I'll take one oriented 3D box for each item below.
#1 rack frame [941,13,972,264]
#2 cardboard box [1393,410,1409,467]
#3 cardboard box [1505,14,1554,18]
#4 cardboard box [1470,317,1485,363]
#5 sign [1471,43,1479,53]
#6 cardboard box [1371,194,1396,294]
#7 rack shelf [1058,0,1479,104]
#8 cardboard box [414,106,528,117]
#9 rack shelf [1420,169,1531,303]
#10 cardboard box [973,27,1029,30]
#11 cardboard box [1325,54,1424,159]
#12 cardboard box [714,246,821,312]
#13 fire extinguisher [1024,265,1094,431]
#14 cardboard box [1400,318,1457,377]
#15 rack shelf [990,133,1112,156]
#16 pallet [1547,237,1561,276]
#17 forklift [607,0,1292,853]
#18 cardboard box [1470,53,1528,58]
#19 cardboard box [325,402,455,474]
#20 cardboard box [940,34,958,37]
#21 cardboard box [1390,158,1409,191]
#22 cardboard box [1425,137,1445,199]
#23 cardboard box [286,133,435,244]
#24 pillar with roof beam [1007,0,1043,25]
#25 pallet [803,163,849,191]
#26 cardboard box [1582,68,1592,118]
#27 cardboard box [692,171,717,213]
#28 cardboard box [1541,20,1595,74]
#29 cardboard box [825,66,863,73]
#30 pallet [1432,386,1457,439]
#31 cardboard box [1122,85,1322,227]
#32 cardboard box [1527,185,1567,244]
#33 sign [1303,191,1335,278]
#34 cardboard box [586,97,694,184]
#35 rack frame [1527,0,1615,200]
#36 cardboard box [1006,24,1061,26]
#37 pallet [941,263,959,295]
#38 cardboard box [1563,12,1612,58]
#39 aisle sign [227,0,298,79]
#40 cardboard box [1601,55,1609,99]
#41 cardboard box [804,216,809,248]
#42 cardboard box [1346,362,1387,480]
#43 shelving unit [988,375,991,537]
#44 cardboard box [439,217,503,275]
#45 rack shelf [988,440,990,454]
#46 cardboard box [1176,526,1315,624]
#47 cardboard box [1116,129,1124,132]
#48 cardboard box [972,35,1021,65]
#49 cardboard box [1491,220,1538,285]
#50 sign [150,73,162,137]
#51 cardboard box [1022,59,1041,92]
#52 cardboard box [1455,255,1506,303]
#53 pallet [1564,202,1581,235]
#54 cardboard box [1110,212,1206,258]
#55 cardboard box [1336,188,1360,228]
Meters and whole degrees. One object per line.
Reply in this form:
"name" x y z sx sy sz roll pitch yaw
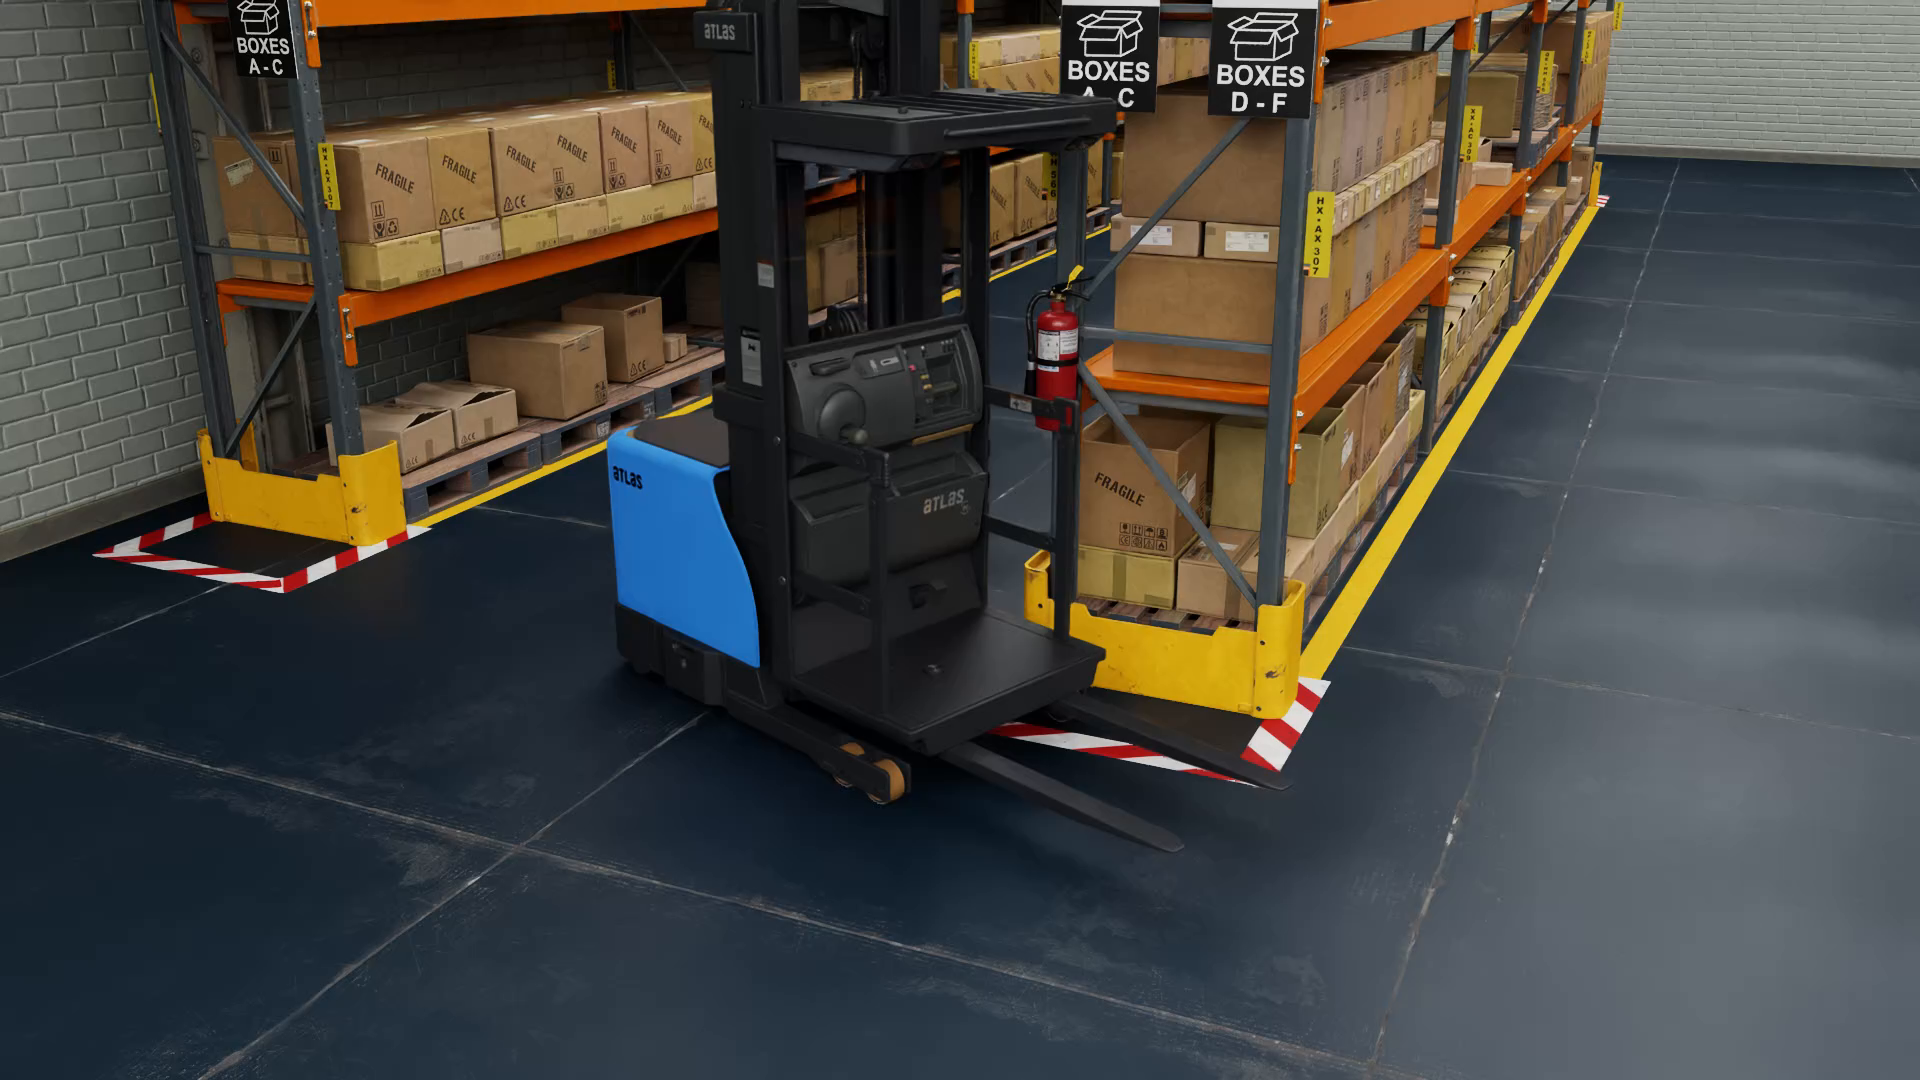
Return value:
"rack frame" -0.374 -3.927 15.535 1.000 3.000 0.127 9 21 23
"cardboard box" 2.305 -0.605 9.671 0.500 0.250 0.500 9 21 23
"cardboard box" 6.377 -5.645 18.723 0.500 0.500 0.500 8 21 22
"cardboard box" 3.530 -1.488 12.153 0.500 0.250 0.500 9 21 24
"sign" 5.287 -4.952 17.123 0.100 0.325 0.005 9 21 23
"cardboard box" 1.914 -1.622 8.903 0.700 0.500 0.500 9 21 24
"rack shelf" 1.690 -2.489 8.088 1.077 0.370 4.000 9 21 23
"cardboard box" -3.021 -2.412 10.350 0.500 0.500 0.500 9 21 23
"rack shelf" 3.328 -2.298 12.029 1.077 0.370 4.000 9 21 23
"cardboard box" 0.430 -5.280 17.598 0.500 0.250 0.500 8 21 21
"cardboard box" 2.128 -2.393 9.136 0.700 0.500 0.500 8 21 23
"cardboard box" -1.560 -2.126 13.545 0.700 0.500 0.500 8 21 22
"fire extinguisher" 0.399 -0.794 6.841 0.296 0.674 0.183 9 21 23
"cardboard box" 2.906 -1.285 10.745 0.500 0.311 0.500 9 21 23
"rack shelf" 0.445 -4.200 17.375 1.077 0.370 4.000 9 21 23
"pallet" 5.487 -2.904 16.819 1.003 0.211 1.213 9 21 23
"forklift" -0.125 -0.590 6.254 1.130 2.935 3.031 -18 27 -41
"cardboard box" 5.387 -4.602 16.658 0.700 0.500 0.500 2 20 4
"cardboard box" -3.284 -0.621 9.596 0.500 0.311 0.500 6 20 17
"cardboard box" -0.209 -4.809 16.274 0.500 0.250 0.500 8 21 21
"cardboard box" 2.175 -1.955 8.873 0.380 0.149 0.250 8 21 22
"cardboard box" 3.054 -2.467 11.279 0.500 0.500 0.500 10 22 27
"cardboard box" -3.180 -1.879 8.849 0.500 0.500 0.500 9 21 23
"pillar with roof beam" 4.689 -7.719 17.243 9.100 9.000 0.400 9 21 23
"pallet" -1.566 -2.828 12.730 1.003 0.211 1.213 9 21 23
"cardboard box" 6.449 -4.794 17.823 0.500 0.500 0.500 9 21 24
"cardboard box" -1.929 -2.457 11.595 0.500 0.250 0.500 9 21 23
"cardboard box" 6.235 -5.095 17.178 0.500 0.500 0.500 9 22 24
"cardboard box" -0.761 -3.862 14.546 0.700 0.500 0.500 6 21 18
"pallet" 2.775 -0.943 11.305 1.003 0.211 1.213 9 21 23
"cardboard box" 1.096 -1.619 6.959 0.700 0.500 0.500 9 21 23
"cardboard box" 5.845 -3.311 16.876 0.500 0.500 0.500 8 21 22
"sign" 1.375 -1.170 6.373 0.100 0.325 0.005 9 21 23
"cardboard box" -2.122 -2.656 11.036 0.500 0.500 0.500 8 21 22
"rack frame" 7.423 -5.694 20.504 1.000 3.000 0.127 9 21 23
"cardboard box" 0.838 -5.595 18.483 0.500 0.250 0.500 9 22 24
"pallet" -0.695 -2.375 15.332 1.003 0.211 1.213 9 21 23
"cardboard box" 7.286 -5.884 19.396 0.500 0.500 0.500 9 22 24
"aisle sign" -3.405 -2.644 8.046 0.394 0.787 0.004 9 21 23
"cardboard box" 7.488 -5.567 19.997 0.500 0.500 0.500 9 22 24
"cardboard box" -1.548 -2.450 13.336 0.500 0.250 0.500 8 21 22
"cardboard box" 1.911 -0.651 8.679 0.500 0.500 0.500 9 21 23
"shelving unit" 0.003 -0.426 8.825 0.258 0.900 0.210 9 21 23
"cardboard box" -2.960 -1.687 9.429 0.500 0.250 0.500 8 21 21
"rack shelf" 0.003 -0.480 8.806 0.258 0.077 0.200 9 21 23
"cardboard box" 1.294 0.161 7.516 0.500 0.250 0.500 9 21 23
"cardboard box" 1.954 -5.071 20.888 0.380 0.149 0.250 8 21 22
"cardboard box" 0.267 -4.745 16.093 0.500 0.250 0.500 8 21 22
"cardboard box" 4.804 -2.539 14.706 0.500 0.500 0.500 8 21 21
"sign" -4.148 -2.259 8.643 0.100 0.325 0.005 9 21 23
"cardboard box" 0.486 -4.548 16.657 0.500 0.500 0.500 8 21 22
"cardboard box" 3.951 -2.062 12.929 0.500 0.311 0.500 8 21 22
"pallet" 6.566 -3.742 19.175 1.003 0.211 1.213 9 21 23
"cardboard box" 0.854 -1.299 7.027 0.380 0.149 0.250 8 21 22
"cardboard box" 1.650 -1.562 7.768 0.380 0.149 0.250 8 21 21
